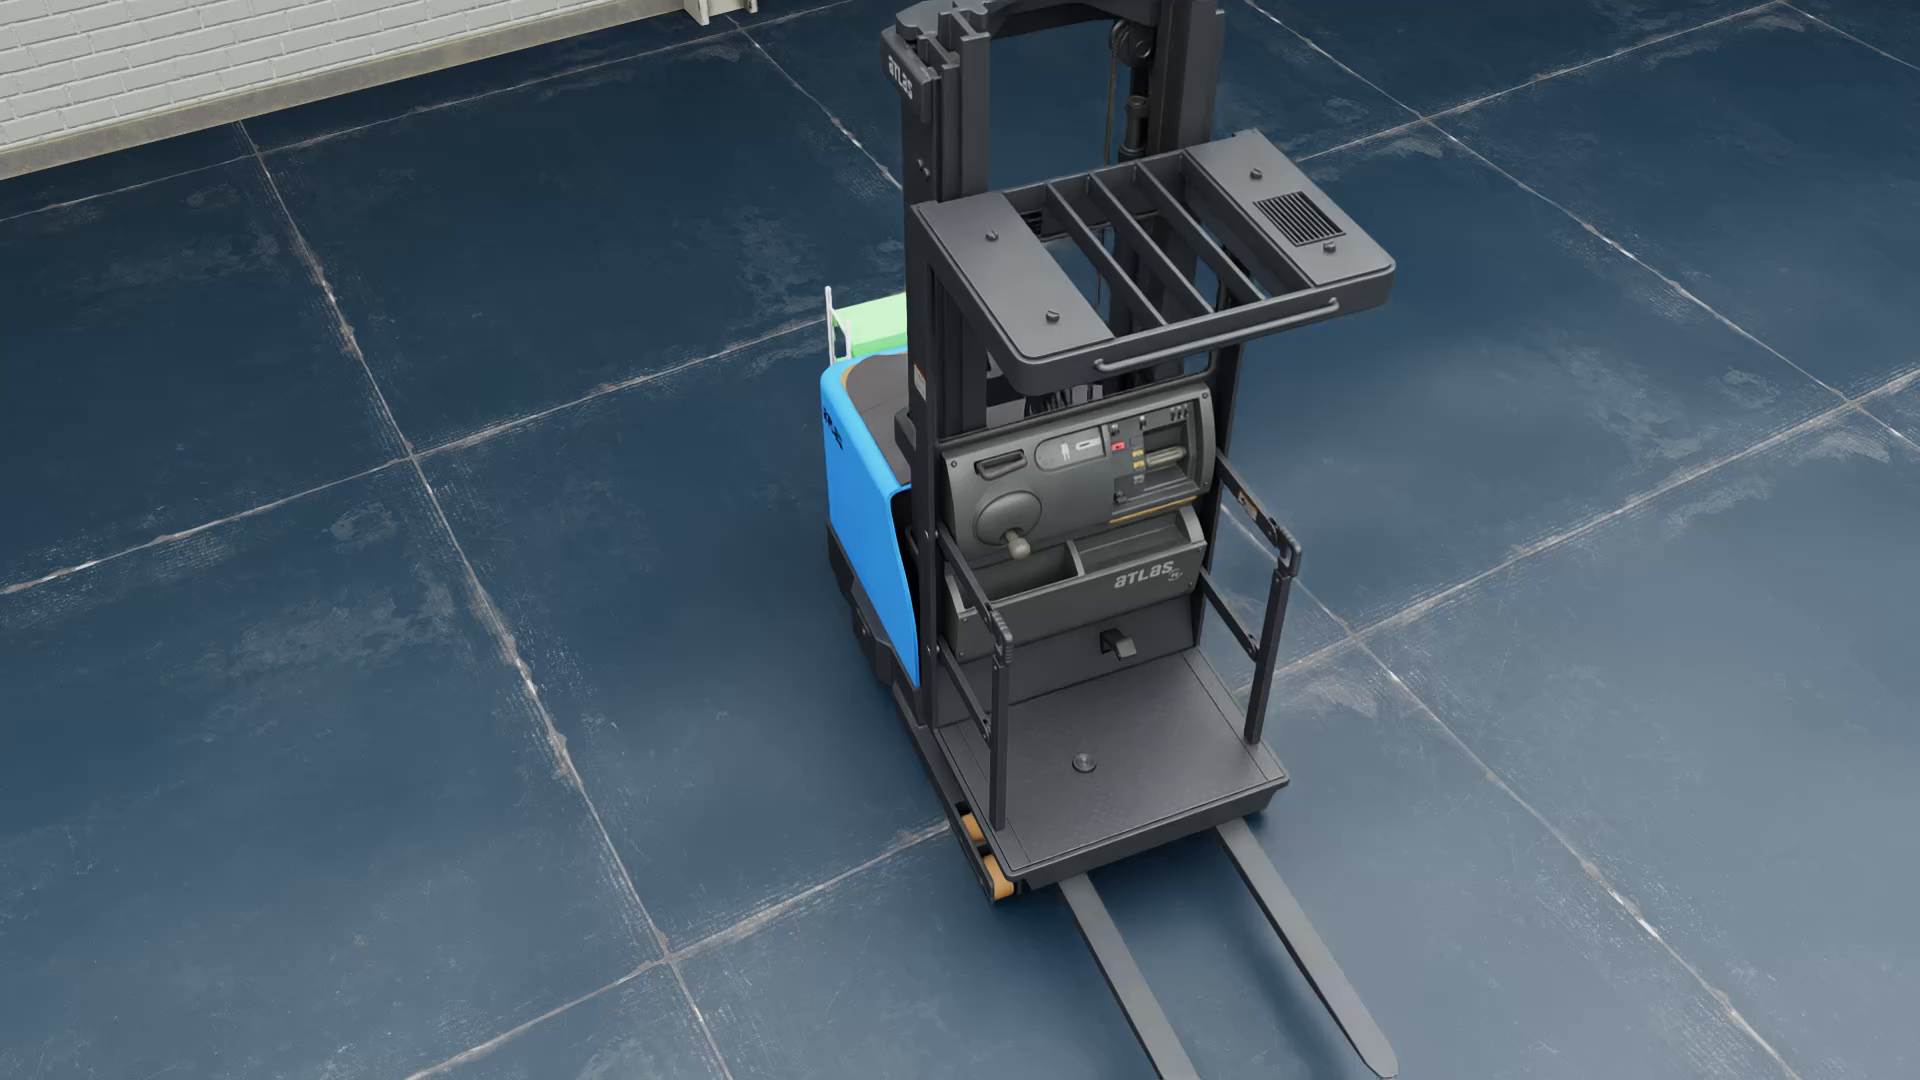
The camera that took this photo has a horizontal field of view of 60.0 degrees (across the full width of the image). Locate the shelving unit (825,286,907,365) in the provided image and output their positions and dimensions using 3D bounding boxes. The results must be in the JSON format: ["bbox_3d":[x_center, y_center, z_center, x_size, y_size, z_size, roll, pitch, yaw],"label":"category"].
[{"bbox_3d":[-0.246,-0.545,6.879,0.503,1.200,0.258,-16,46,-16],"label":"shelving unit"}]

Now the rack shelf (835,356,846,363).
[{"bbox_3d":[-0.246,-0.671,6.757,0.480,0.148,0.258,-16,46,-16],"label":"rack shelf"}]

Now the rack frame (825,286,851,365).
[{"bbox_3d":[-0.471,-0.479,6.811,0.015,1.200,0.240,-16,46,-16],"label":"rack frame"}]

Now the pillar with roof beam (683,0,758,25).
[{"bbox_3d":[0.601,-4.051,4.892,0.400,9.000,9.100,-22,48,-21],"label":"pillar with roof beam"}]

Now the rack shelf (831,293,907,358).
[{"bbox_3d":[-0.246,-0.844,6.590,0.480,0.148,0.258,-16,46,-16],"label":"rack shelf"}]

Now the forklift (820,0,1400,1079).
[{"bbox_3d":[0.480,-0.125,5.204,1.130,2.935,3.031,-16,46,-16],"label":"forklift"}]
